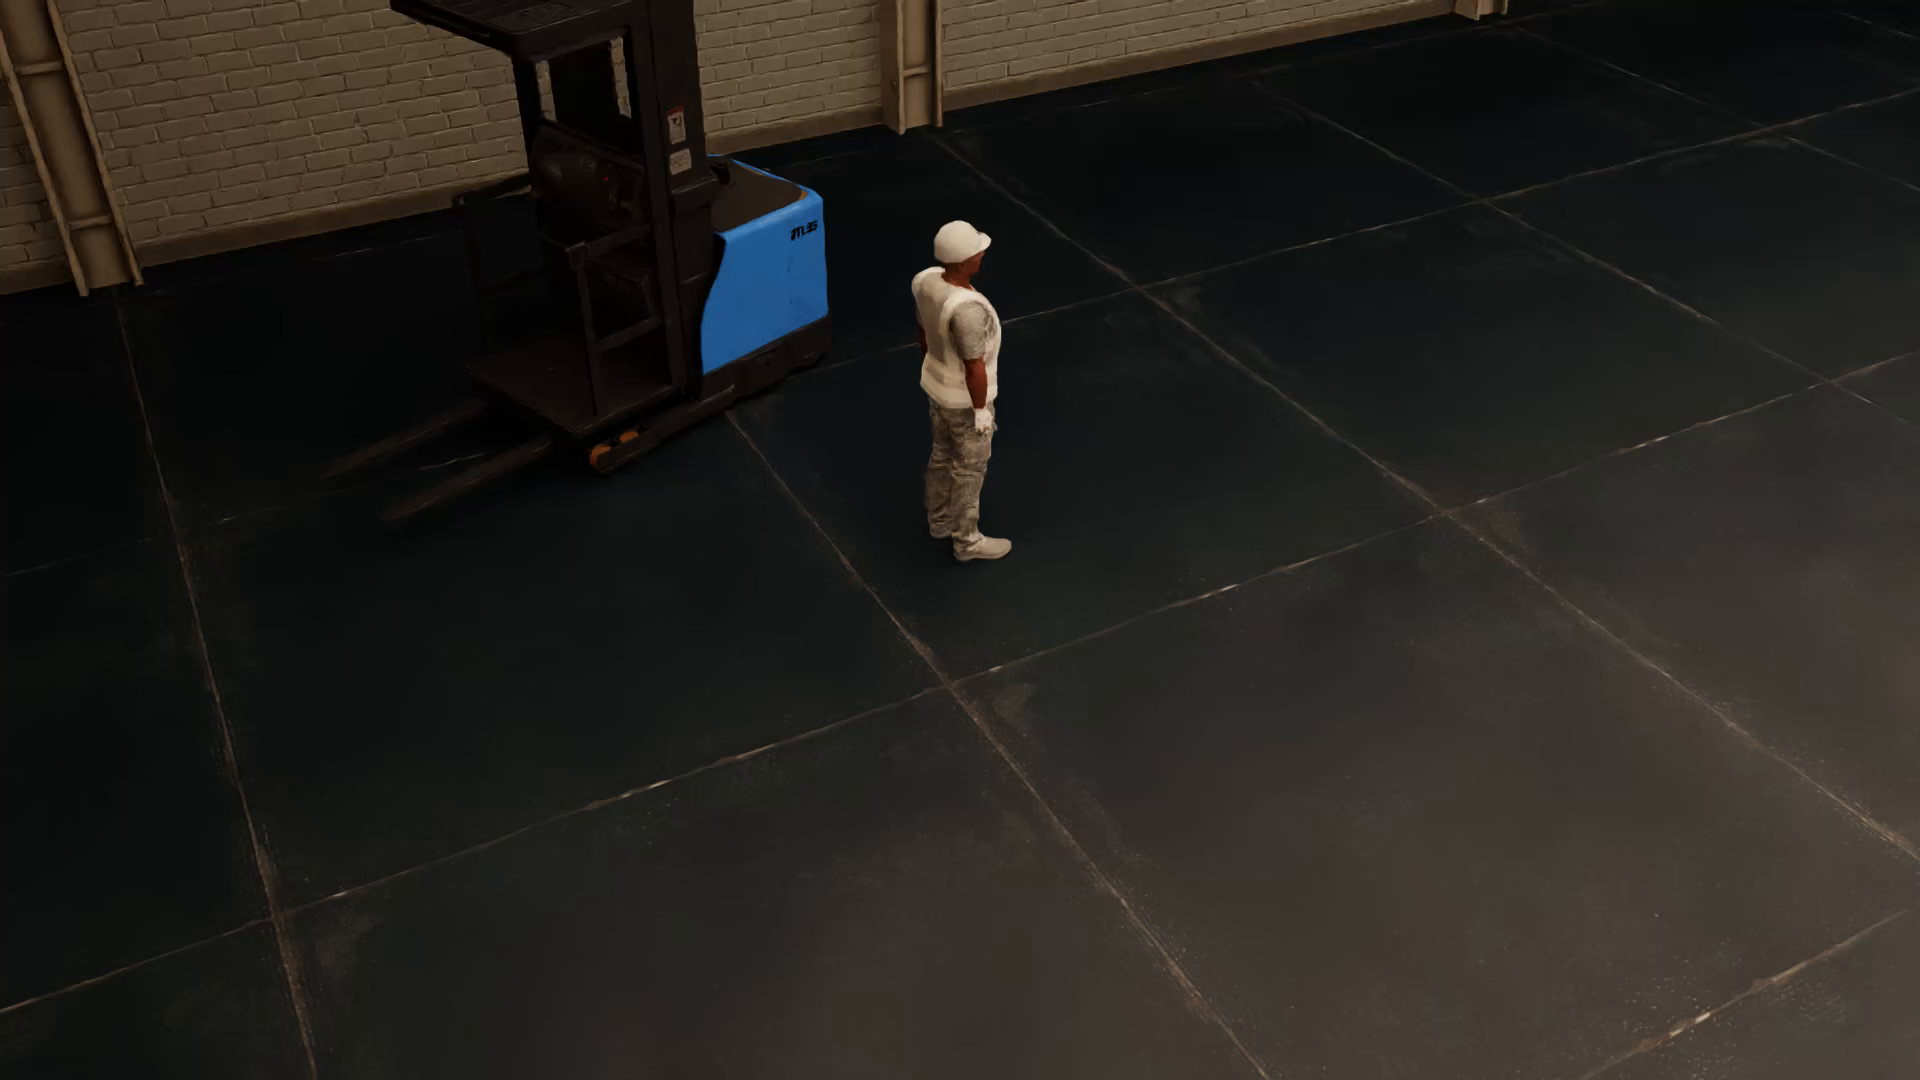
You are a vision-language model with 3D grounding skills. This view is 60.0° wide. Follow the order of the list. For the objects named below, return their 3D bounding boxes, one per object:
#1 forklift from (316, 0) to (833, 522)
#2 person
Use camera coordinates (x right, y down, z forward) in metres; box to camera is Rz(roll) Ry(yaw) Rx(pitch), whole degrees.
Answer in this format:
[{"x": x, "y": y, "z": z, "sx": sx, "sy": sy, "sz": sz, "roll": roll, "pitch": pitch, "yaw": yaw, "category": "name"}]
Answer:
[{"x": -2.140, "y": -1.887, "z": 8.792, "sx": 1.130, "sy": 2.935, "sz": 3.031, "roll": 27, "pitch": 44, "yaw": 33, "category": "forklift"}, {"x": 0.011, "y": -0.734, "z": 8.152, "sx": 0.365, "sy": 1.790, "sz": 0.546, "roll": -17, "pitch": 39, "yaw": -23, "category": "person"}]
